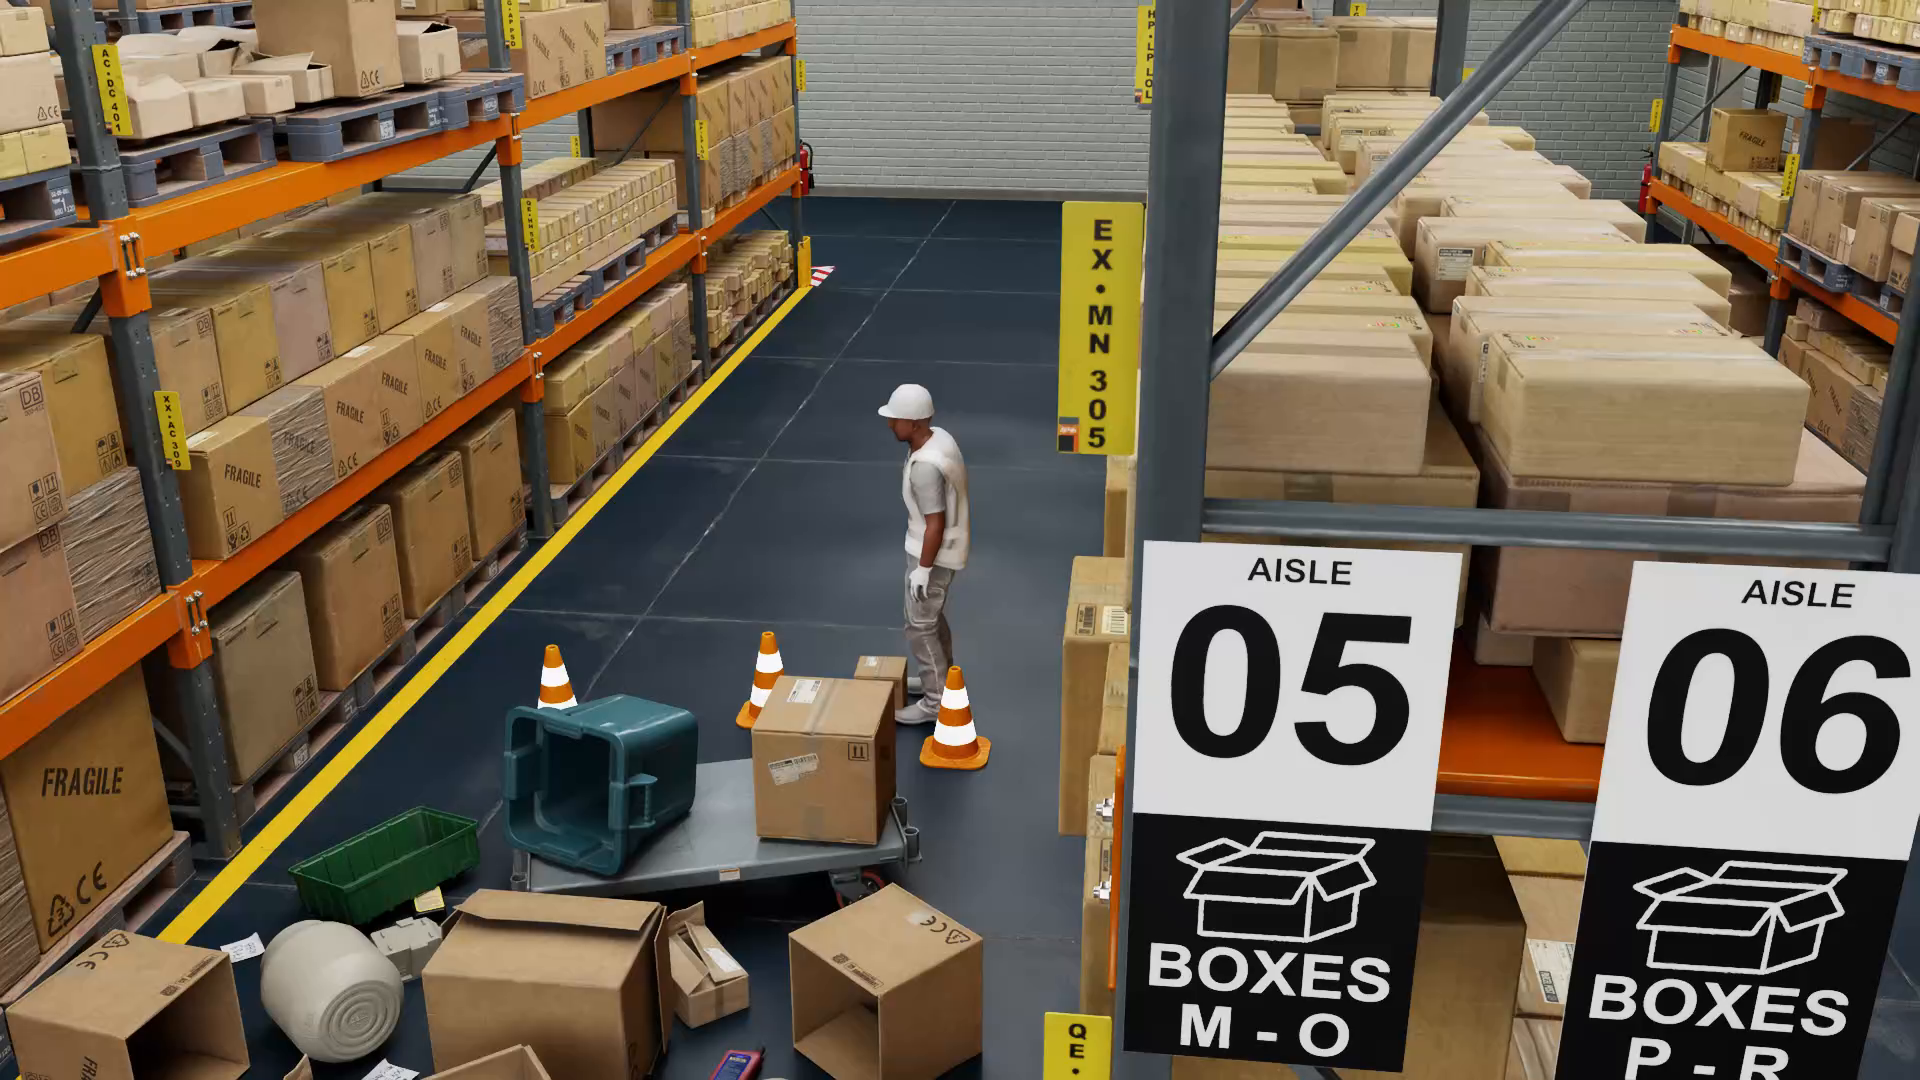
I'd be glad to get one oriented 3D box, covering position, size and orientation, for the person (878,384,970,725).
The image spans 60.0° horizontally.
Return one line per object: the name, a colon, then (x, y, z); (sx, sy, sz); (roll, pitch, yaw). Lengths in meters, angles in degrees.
person: (-0.172, 0.066, 8.398); (0.450, 1.771, 0.619); (1, 21, 2)
